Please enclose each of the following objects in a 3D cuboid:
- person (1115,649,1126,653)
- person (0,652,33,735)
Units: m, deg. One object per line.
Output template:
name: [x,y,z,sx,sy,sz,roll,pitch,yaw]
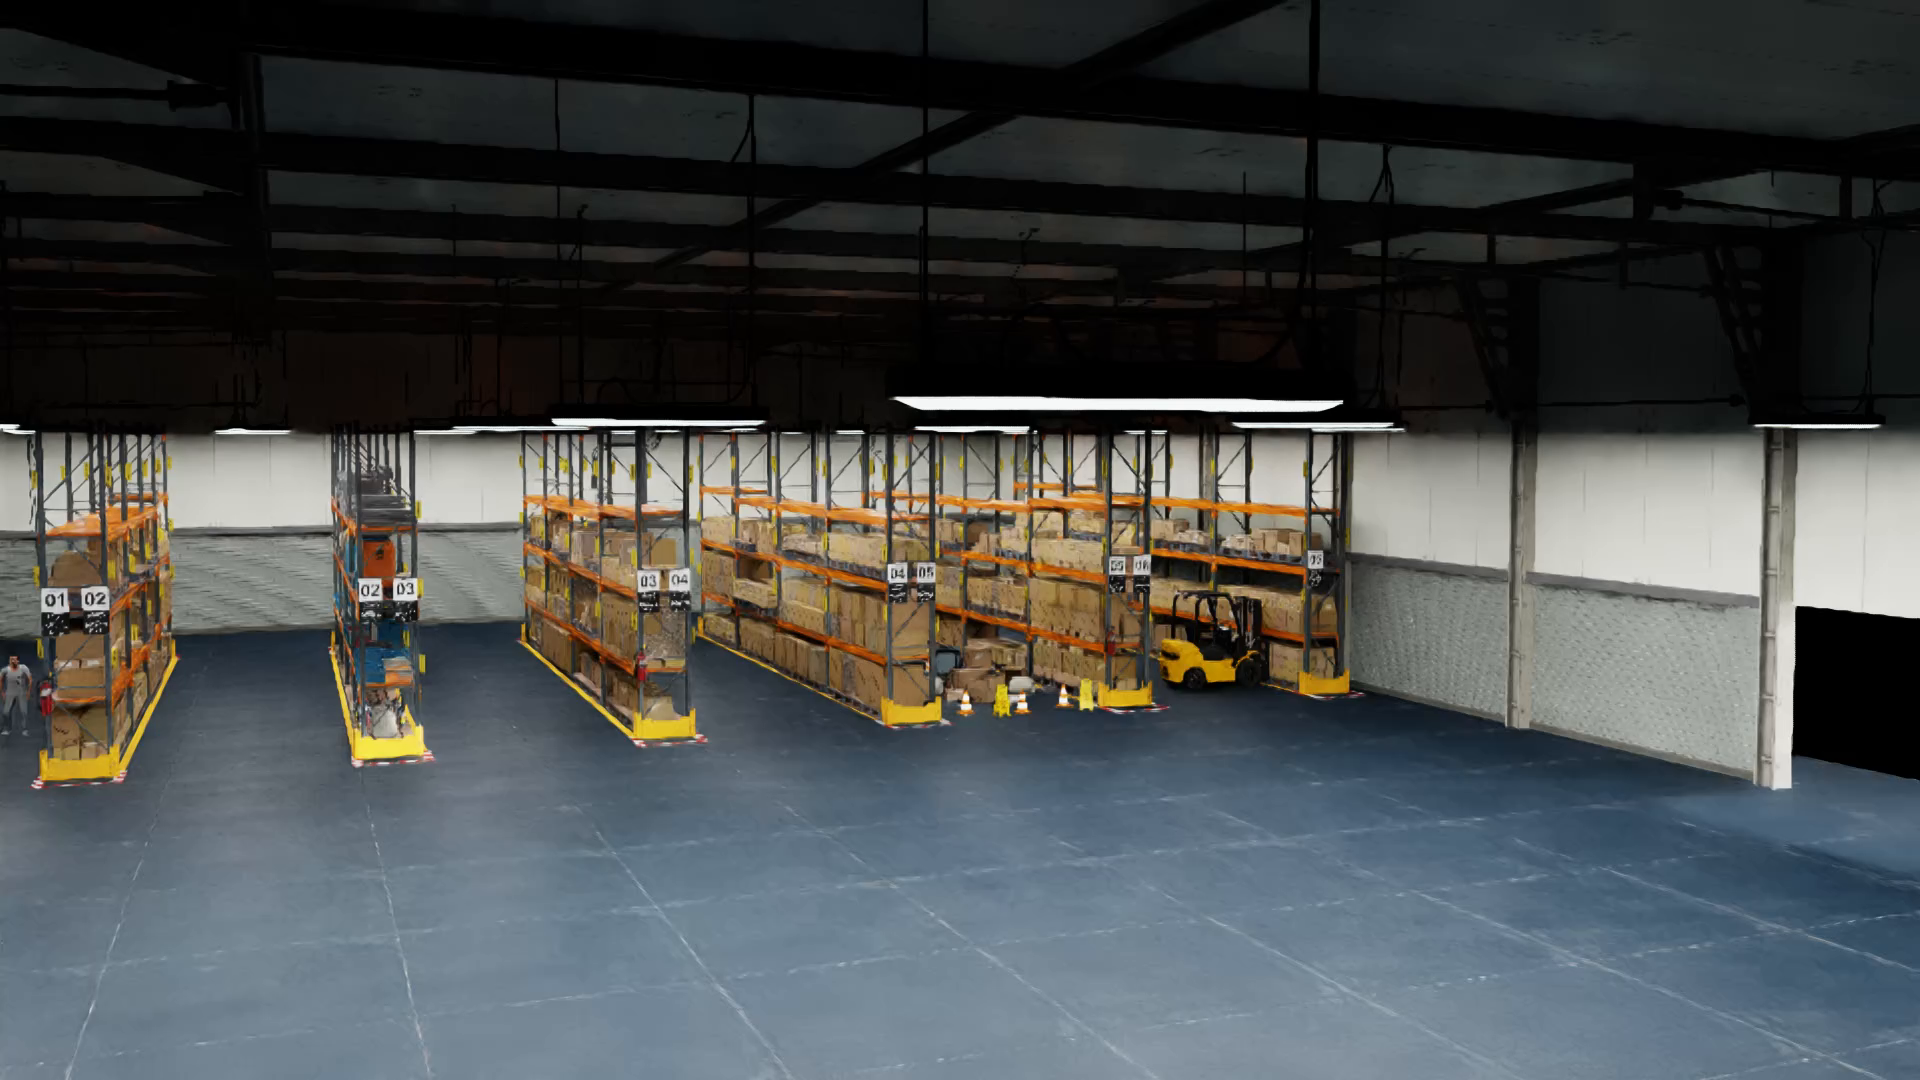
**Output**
person: [3.707,2.452,39.058,0.470,1.652,0.523,1,4,9]
person: [-18.018,2.937,31.737,0.580,1.619,0.506,-1,4,-22]
